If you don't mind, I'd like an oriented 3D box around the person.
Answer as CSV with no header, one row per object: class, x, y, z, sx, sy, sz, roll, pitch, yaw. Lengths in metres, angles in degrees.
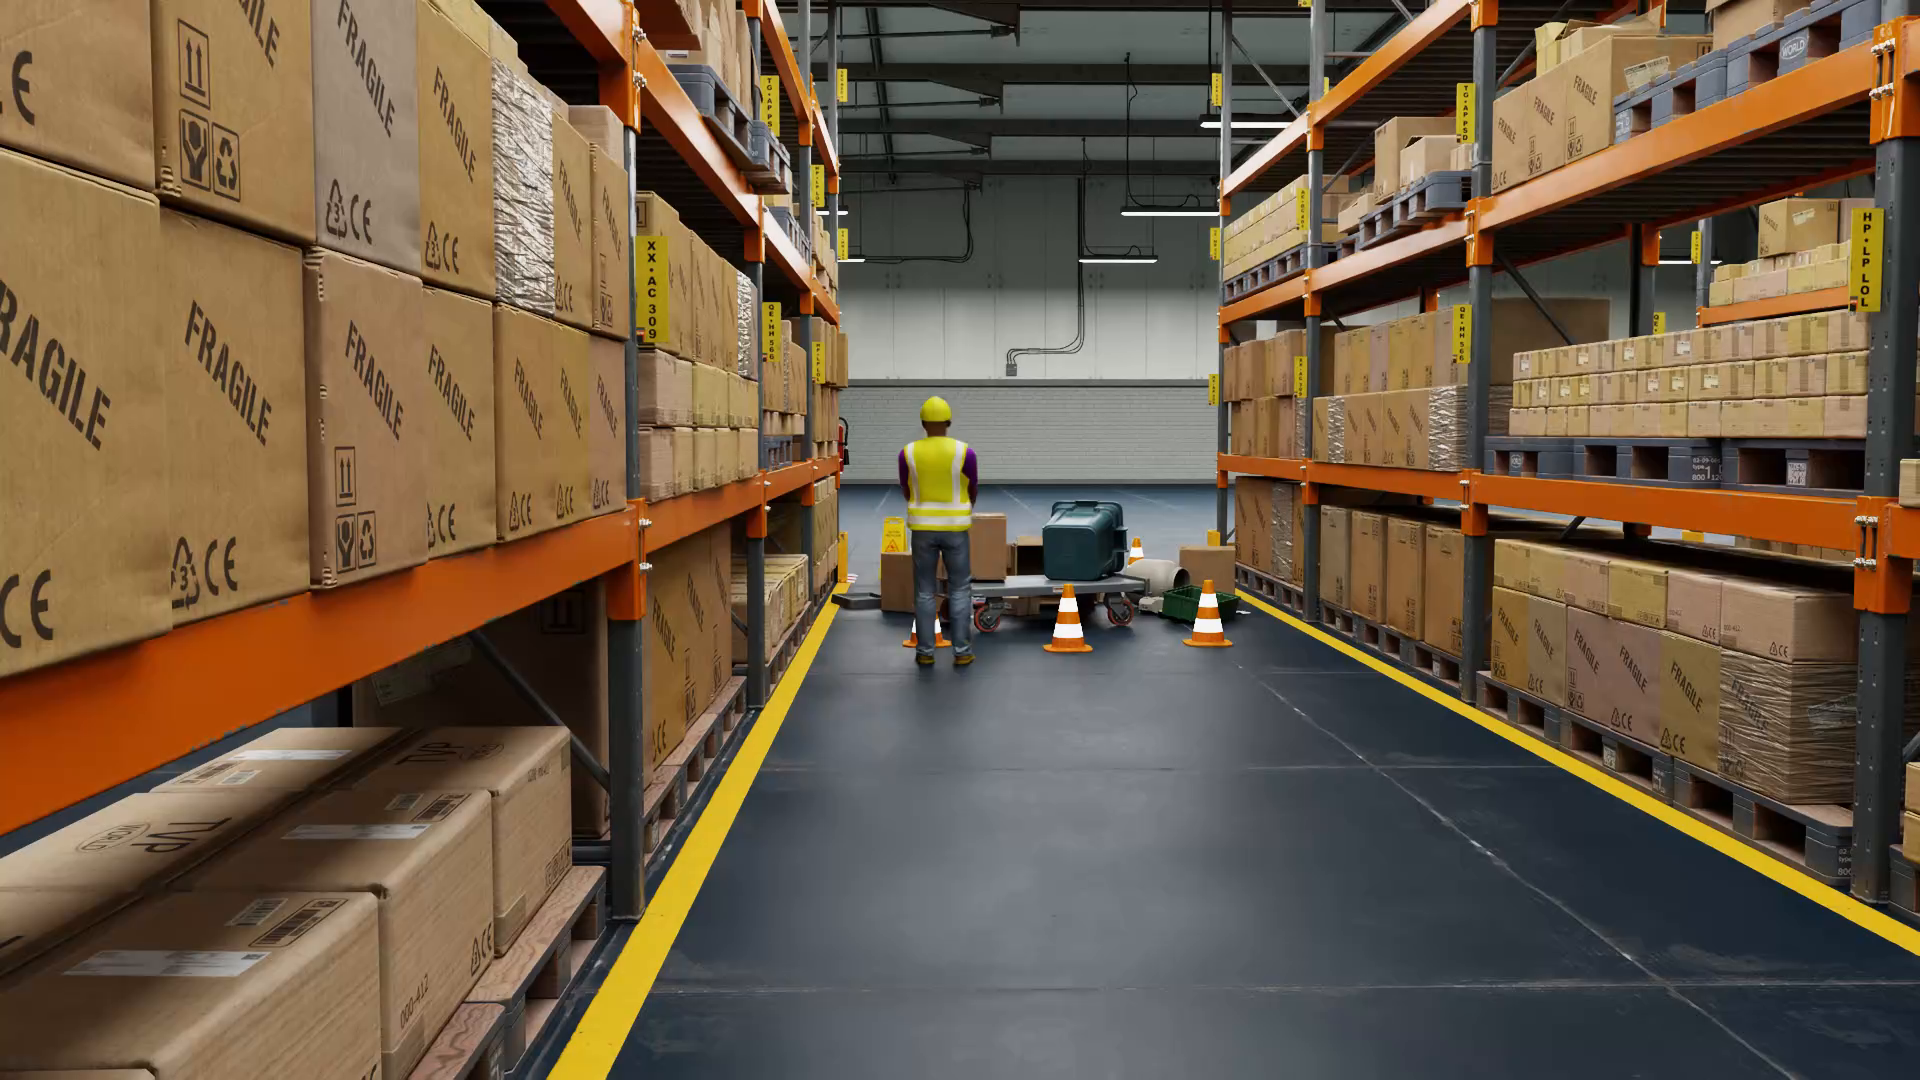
person,-0.128,-0.067,11.070,0.516,1.770,0.571,0,4,6
